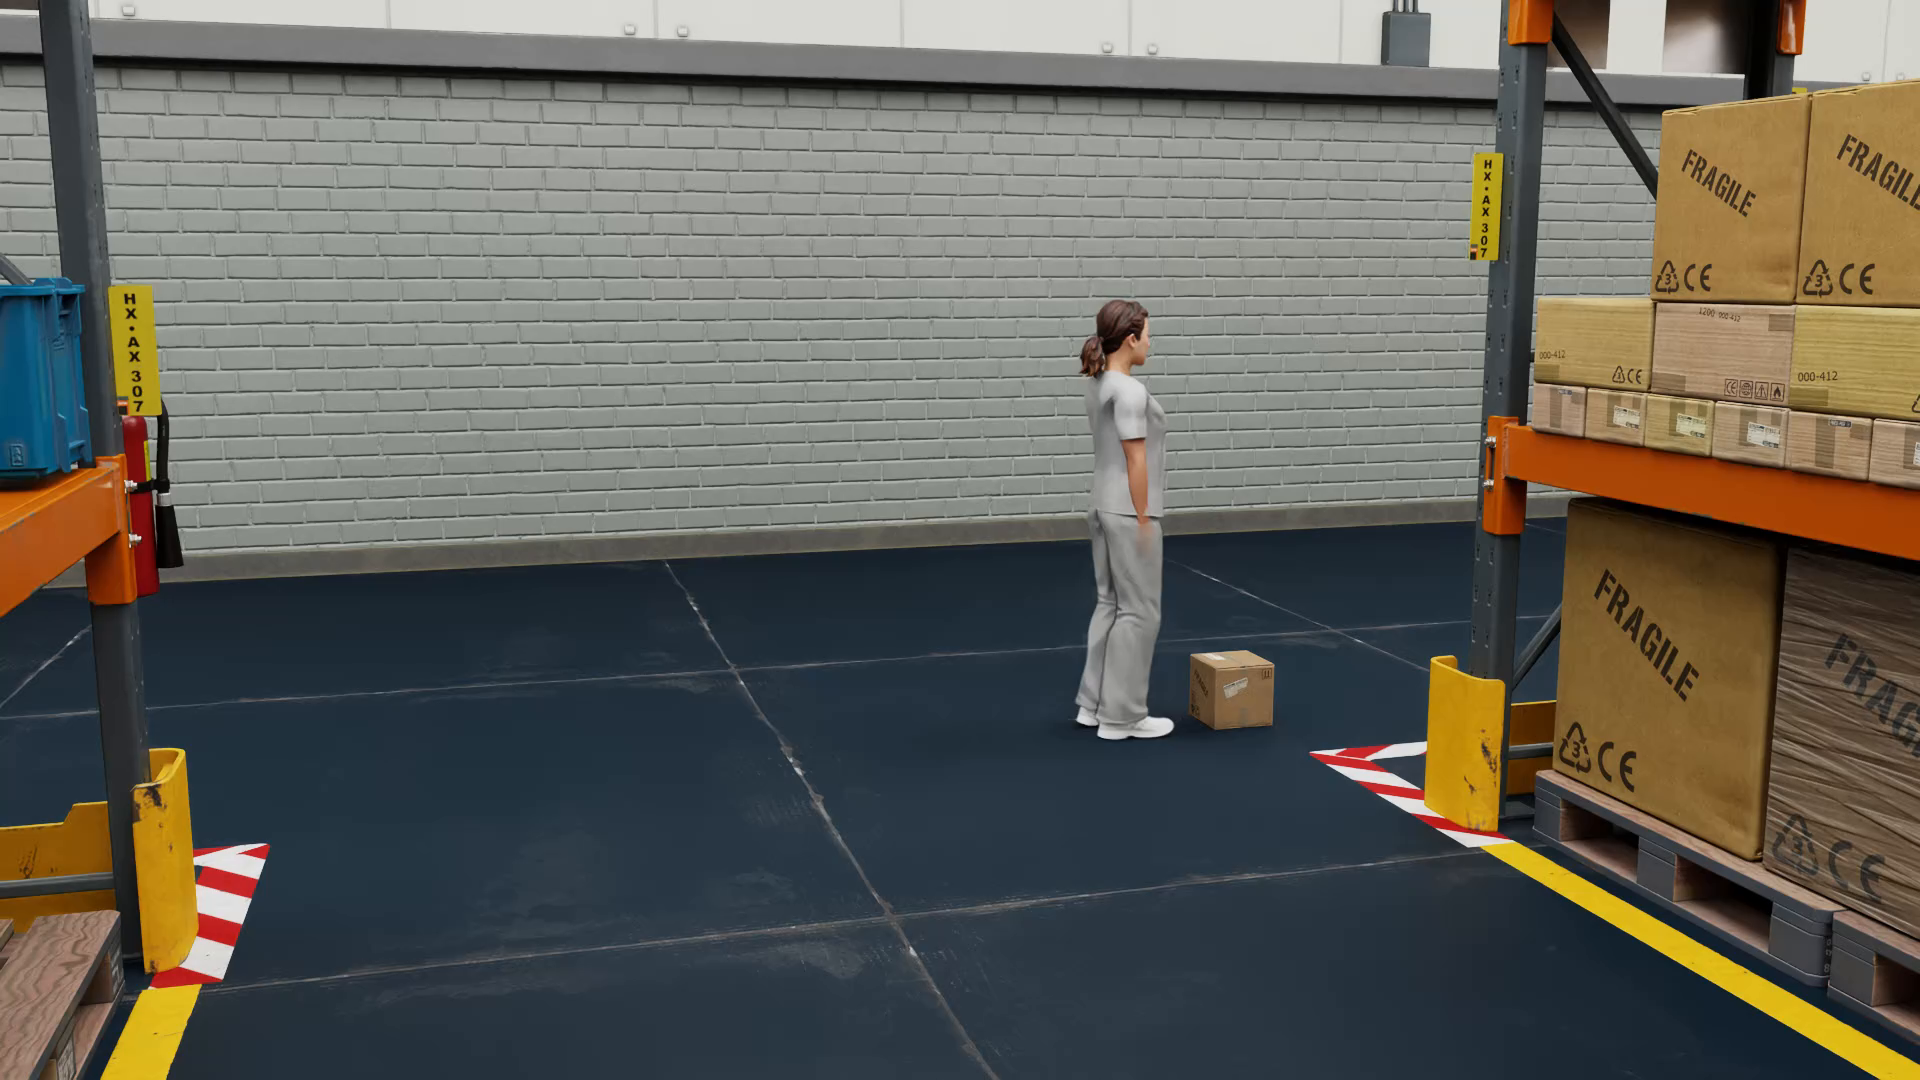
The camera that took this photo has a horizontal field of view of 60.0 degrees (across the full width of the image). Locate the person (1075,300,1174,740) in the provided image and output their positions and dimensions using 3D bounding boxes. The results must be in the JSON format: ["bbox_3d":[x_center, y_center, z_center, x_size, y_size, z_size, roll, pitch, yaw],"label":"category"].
[{"bbox_3d":[0.619,-0.079,6.399,0.364,1.674,0.438,-2,10,-15],"label":"person"}]
